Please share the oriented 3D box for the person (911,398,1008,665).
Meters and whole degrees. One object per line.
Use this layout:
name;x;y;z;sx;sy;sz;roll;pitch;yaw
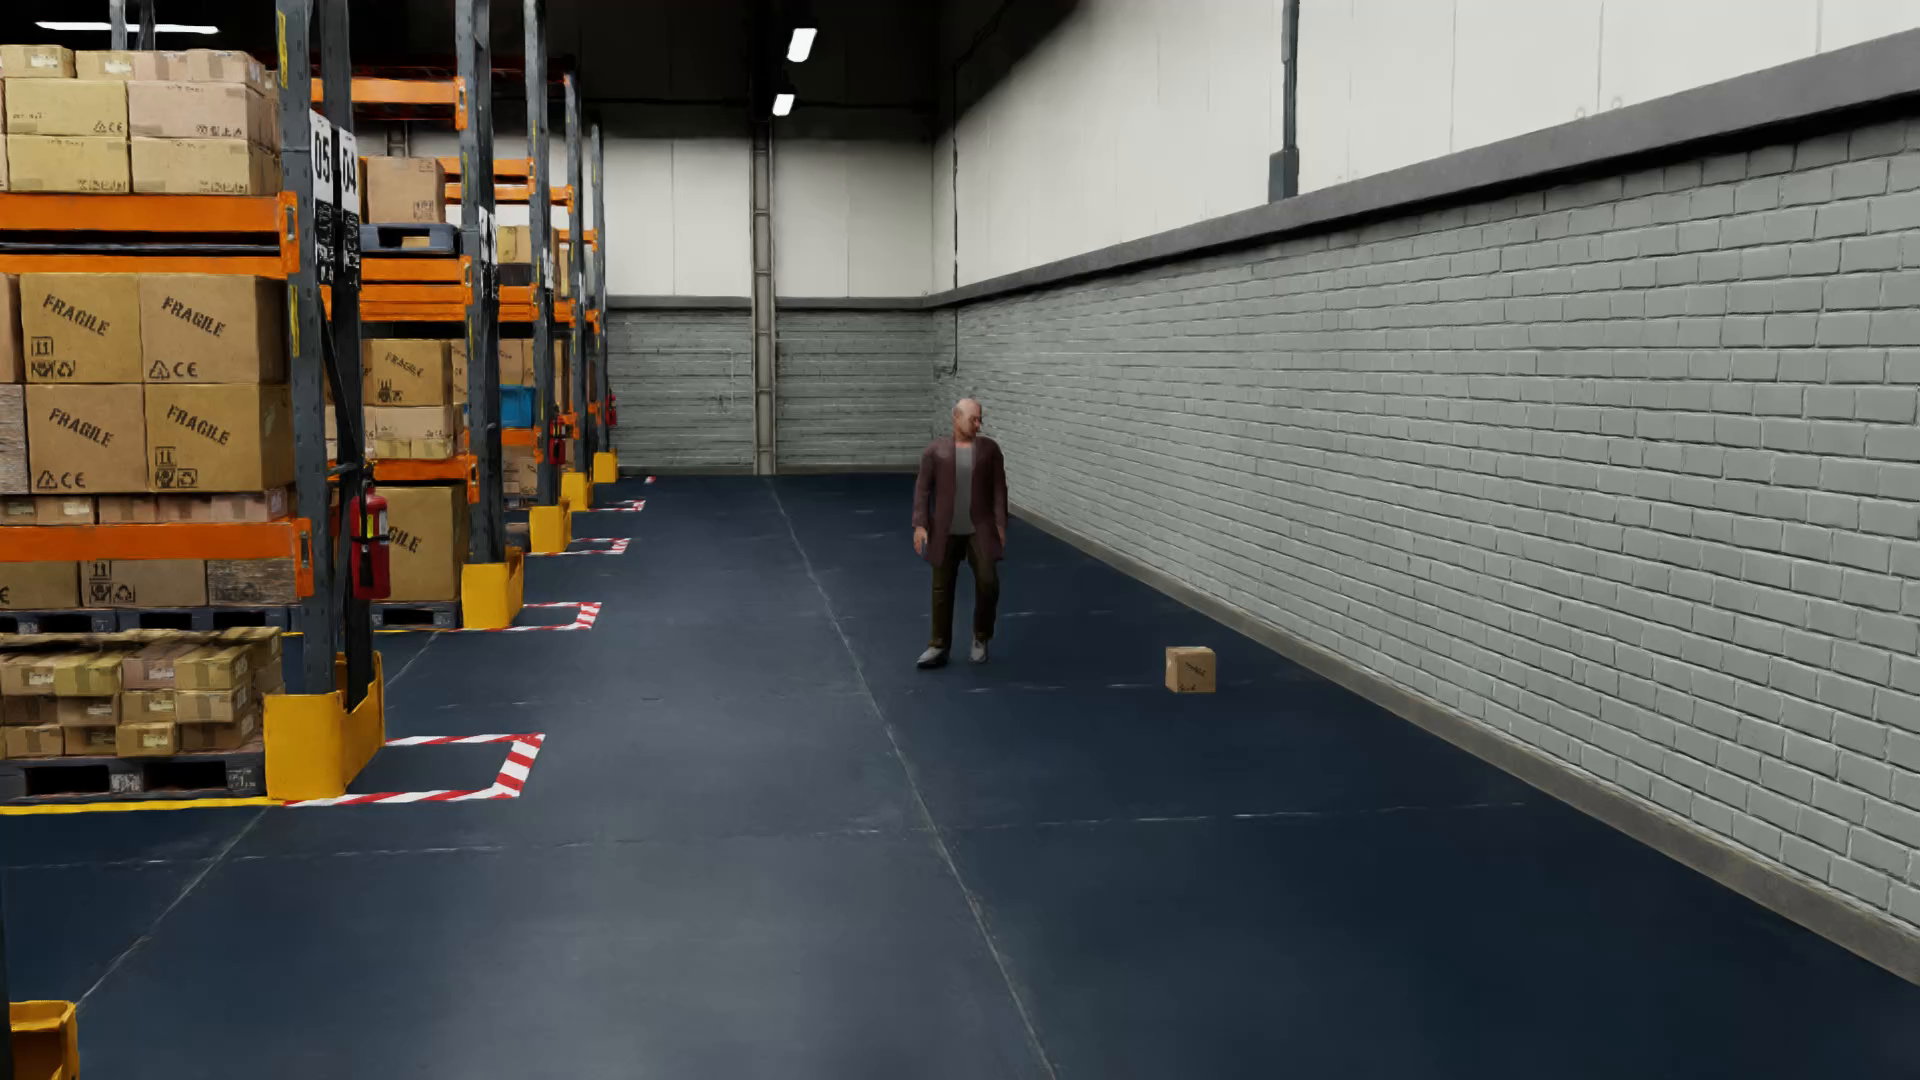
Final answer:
person;0.000;-0.061;11.172;0.650;1.779;0.506;0;6;4
